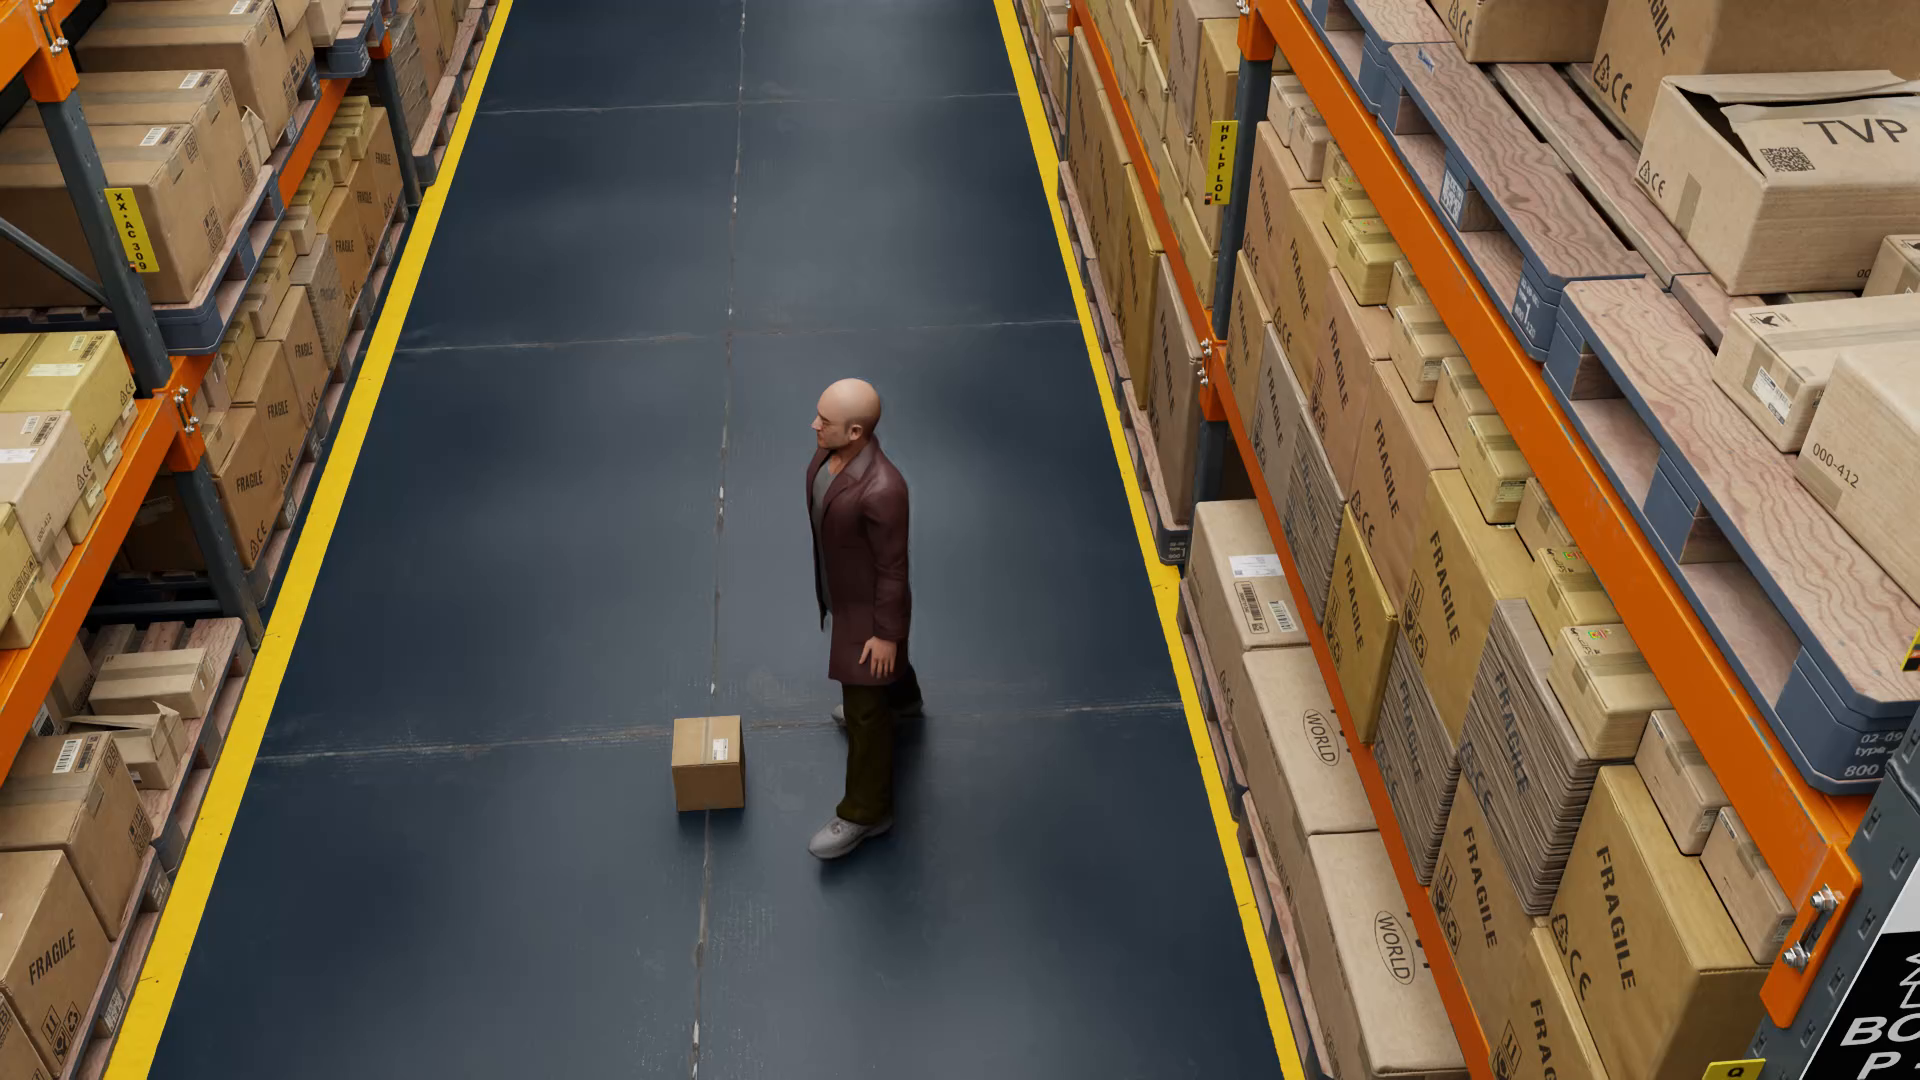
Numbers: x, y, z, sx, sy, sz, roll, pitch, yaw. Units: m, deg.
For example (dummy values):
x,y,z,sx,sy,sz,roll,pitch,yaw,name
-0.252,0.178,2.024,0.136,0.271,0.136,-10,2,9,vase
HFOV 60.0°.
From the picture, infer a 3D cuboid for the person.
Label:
x,y,z,sx,sy,sz,roll,pitch,yaw,name
-0.370,0.213,5.879,0.728,1.753,0.761,-17,42,-20,person
